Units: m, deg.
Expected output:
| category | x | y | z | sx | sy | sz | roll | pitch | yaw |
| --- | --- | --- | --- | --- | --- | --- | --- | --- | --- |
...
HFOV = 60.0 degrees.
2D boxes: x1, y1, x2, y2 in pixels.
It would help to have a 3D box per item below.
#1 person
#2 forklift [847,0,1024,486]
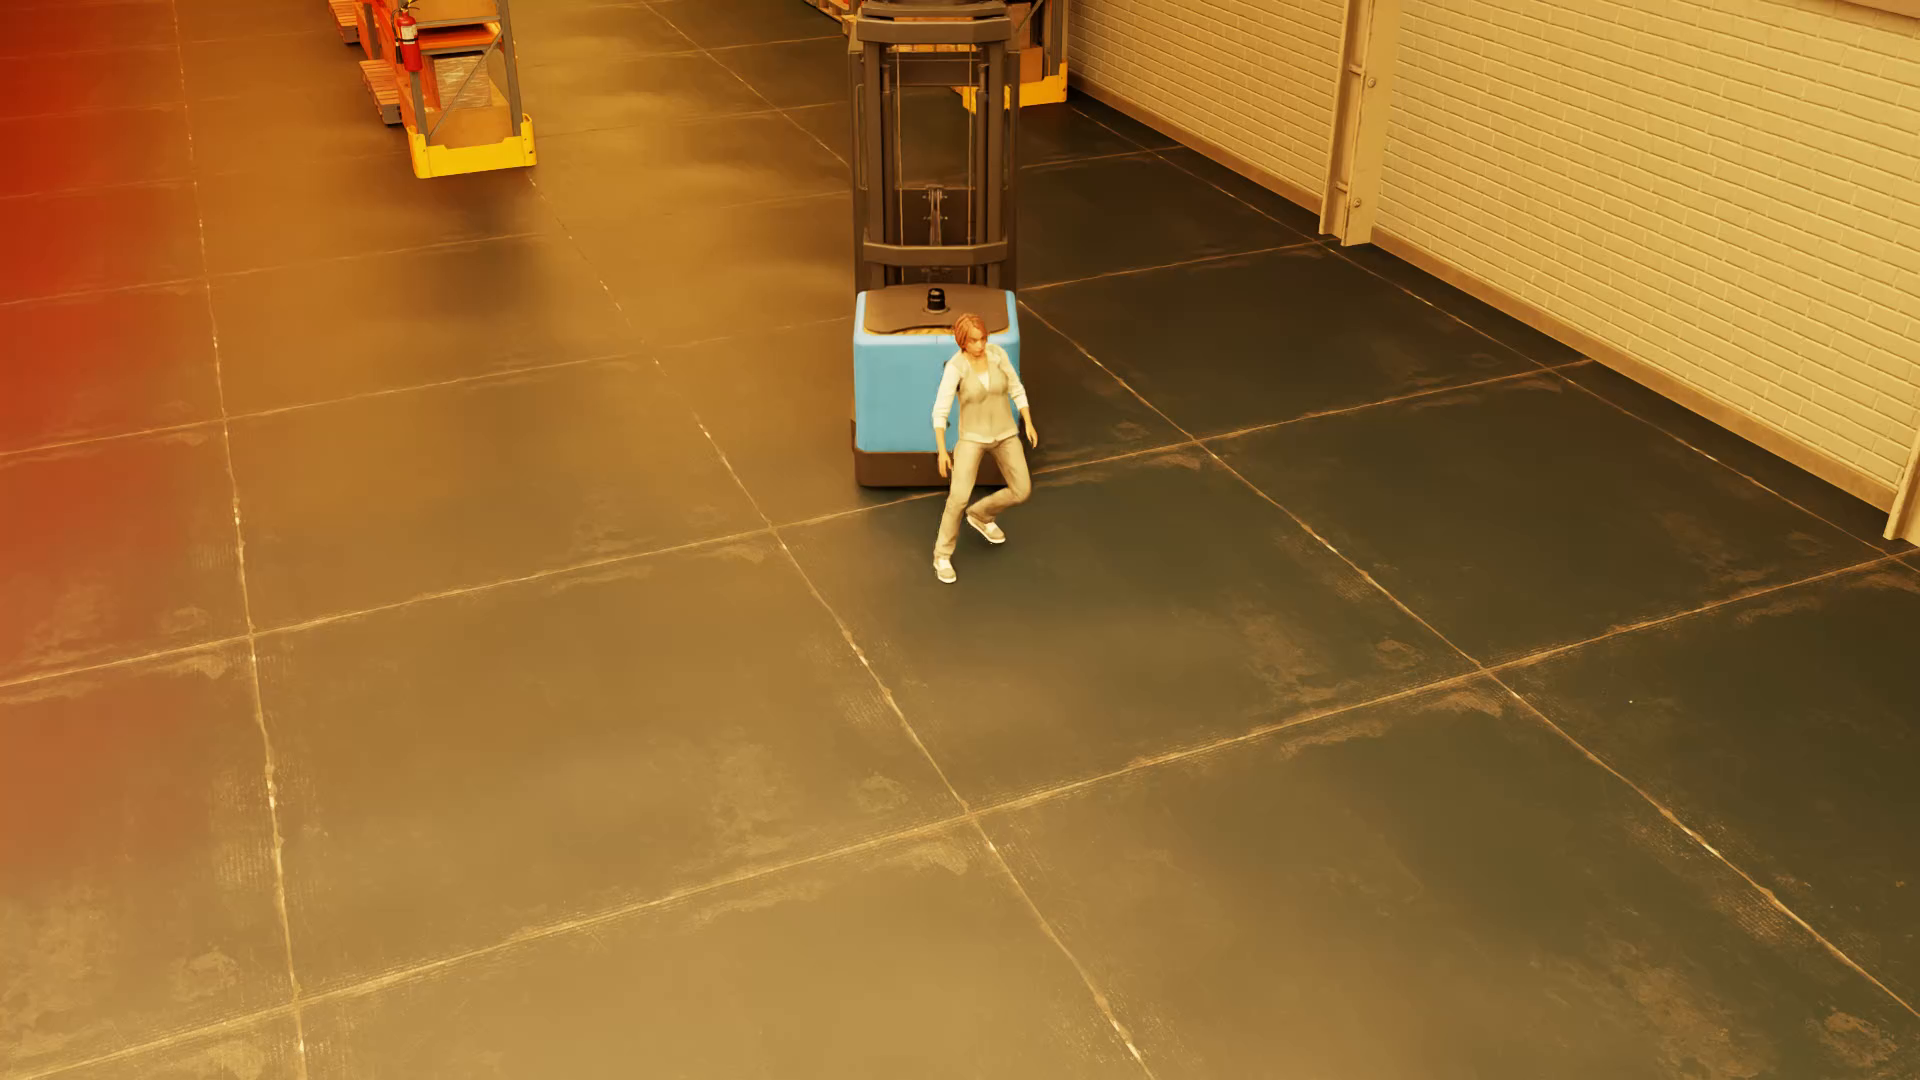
| category | x | y | z | sx | sy | sz | roll | pitch | yaw |
| --- | --- | --- | --- | --- | --- | --- | --- | --- | --- |
| person | 0.119 | -0.555 | 9.528 | 0.646 | 1.494 | 0.527 | -10 | 31 | -17 |
| forklift | -0.168 | -2.304 | 11.149 | 1.130 | 2.935 | 3.031 | -1 | 30 | -1 |
